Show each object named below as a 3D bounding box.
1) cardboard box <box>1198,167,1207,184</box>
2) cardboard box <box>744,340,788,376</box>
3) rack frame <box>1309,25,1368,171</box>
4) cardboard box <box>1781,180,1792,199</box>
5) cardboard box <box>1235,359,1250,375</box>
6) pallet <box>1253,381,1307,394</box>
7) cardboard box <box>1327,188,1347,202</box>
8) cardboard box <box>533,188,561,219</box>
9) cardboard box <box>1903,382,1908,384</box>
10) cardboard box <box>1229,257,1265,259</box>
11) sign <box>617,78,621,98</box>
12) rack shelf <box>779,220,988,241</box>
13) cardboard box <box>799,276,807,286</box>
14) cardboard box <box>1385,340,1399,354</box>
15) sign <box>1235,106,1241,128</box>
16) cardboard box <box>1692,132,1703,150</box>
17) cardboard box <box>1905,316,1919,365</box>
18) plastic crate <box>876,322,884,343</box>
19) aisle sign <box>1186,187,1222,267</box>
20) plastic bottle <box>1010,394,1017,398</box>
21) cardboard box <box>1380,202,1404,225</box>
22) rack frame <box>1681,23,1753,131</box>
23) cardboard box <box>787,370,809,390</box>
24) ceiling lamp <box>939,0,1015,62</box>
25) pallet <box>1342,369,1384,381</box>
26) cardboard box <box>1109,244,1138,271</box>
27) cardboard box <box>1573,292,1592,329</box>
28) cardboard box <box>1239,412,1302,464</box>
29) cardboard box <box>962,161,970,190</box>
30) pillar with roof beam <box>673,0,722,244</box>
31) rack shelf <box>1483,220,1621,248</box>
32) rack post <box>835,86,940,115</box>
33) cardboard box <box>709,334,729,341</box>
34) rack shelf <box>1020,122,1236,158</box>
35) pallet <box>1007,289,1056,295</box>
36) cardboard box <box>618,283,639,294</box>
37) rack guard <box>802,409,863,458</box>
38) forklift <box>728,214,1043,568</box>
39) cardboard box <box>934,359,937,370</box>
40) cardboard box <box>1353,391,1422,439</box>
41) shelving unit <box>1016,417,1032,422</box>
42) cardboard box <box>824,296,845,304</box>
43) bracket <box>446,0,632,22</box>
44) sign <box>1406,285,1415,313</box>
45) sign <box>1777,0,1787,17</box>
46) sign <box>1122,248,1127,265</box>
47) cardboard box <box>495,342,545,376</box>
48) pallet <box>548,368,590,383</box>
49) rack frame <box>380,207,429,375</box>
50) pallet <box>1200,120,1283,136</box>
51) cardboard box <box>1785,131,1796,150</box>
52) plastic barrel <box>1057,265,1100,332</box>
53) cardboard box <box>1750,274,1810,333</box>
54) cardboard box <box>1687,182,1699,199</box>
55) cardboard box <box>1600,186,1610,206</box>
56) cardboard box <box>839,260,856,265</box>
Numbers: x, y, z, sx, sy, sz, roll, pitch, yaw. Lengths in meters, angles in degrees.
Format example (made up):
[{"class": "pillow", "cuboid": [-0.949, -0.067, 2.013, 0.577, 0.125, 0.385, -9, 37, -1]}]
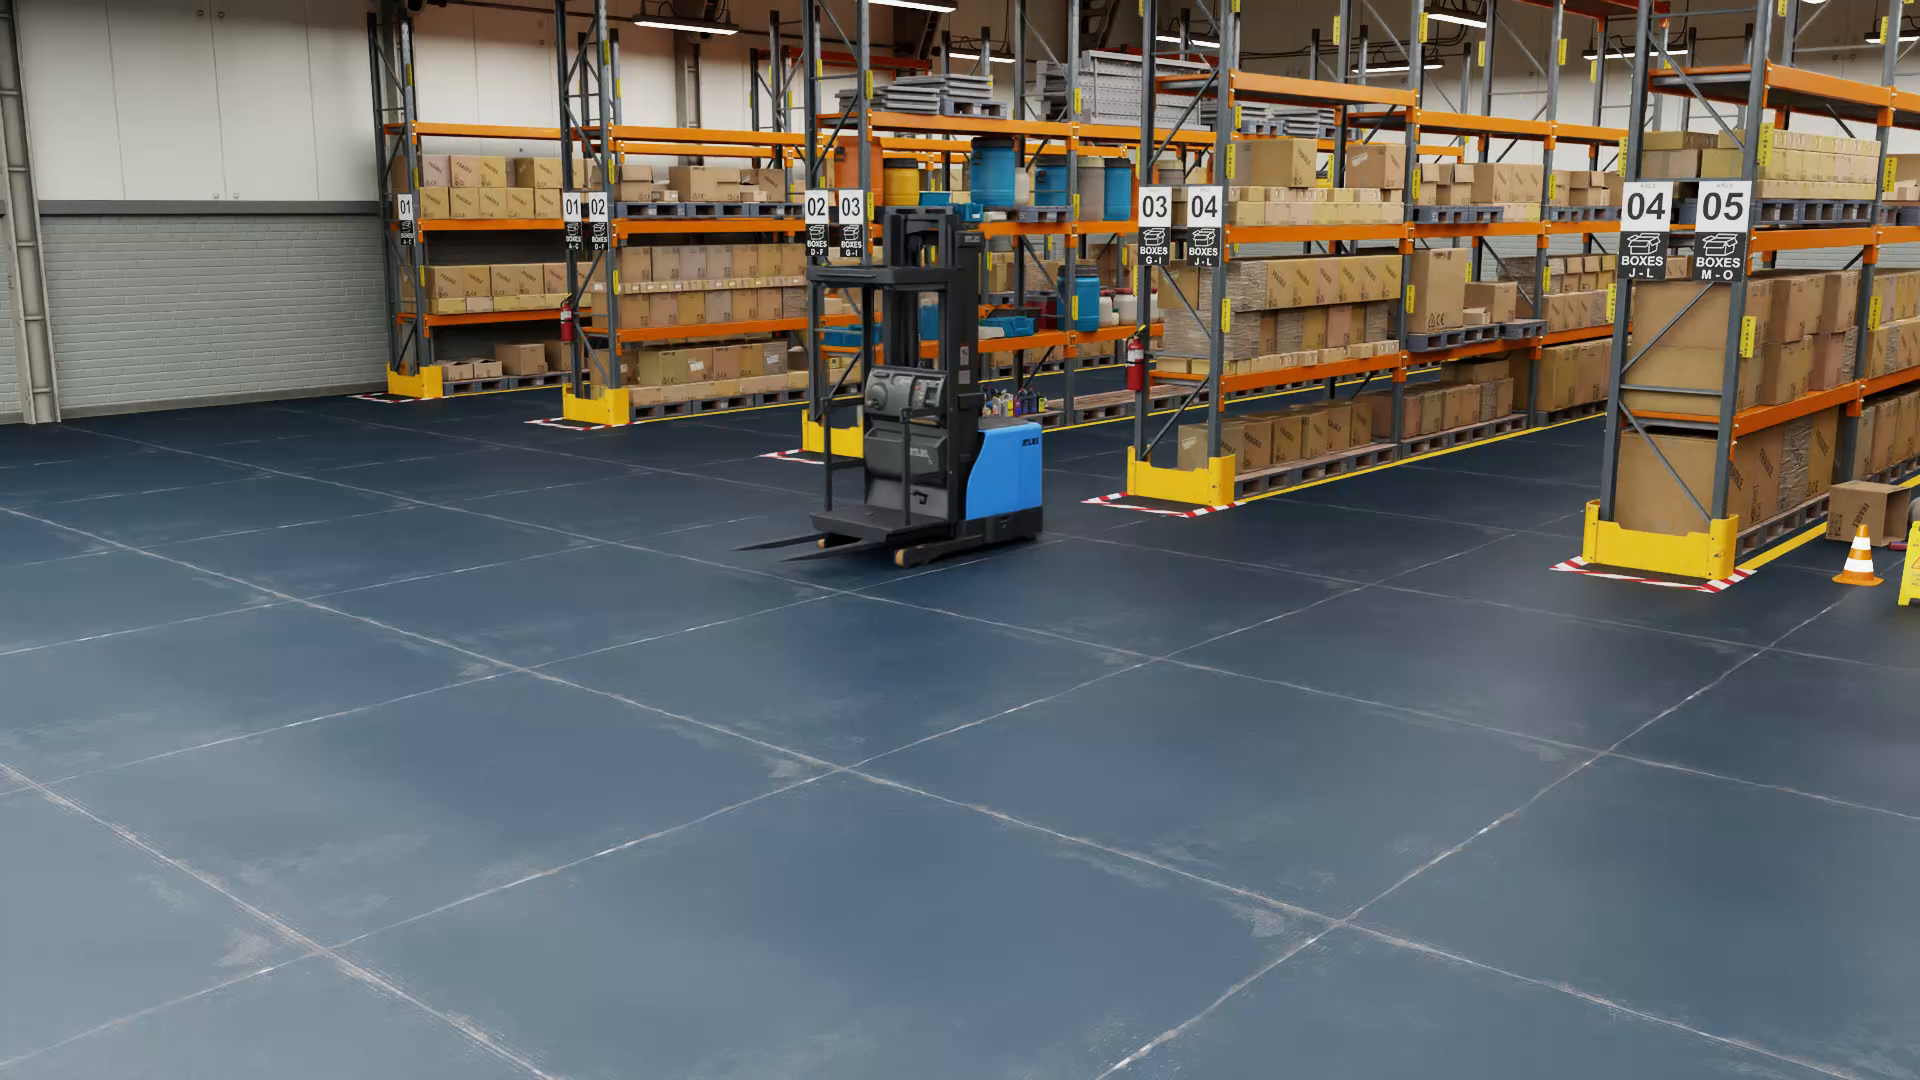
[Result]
[{"class": "cardboard box", "cuboid": [4.655, -7.404, 34.193, 0.700, 0.500, 0.500, 10, 15, 40]}, {"class": "cardboard box", "cuboid": [-3.026, -2.825, 25.769, 0.500, 0.500, 0.500, 10, 15, 40]}, {"class": "rack frame", "cuboid": [6.454, -7.246, 28.554, 1.000, 3.000, 0.127, 10, 15, 40]}, {"class": "cardboard box", "cuboid": [6.713, -2.928, 13.908, 0.380, 0.149, 0.250, 10, 15, 41]}, {"class": "cardboard box", "cuboid": [2.800, -1.821, 17.348, 0.380, 0.149, 0.250, 10, 15, 40]}, {"class": "pallet", "cuboid": [5.108, -2.648, 27.971, 1.003, 0.211, 1.213, 10, 15, 40]}, {"class": "cardboard box", "cuboid": [4.030, -3.800, 18.324, 0.380, 0.149, 0.250, 11, 16, 43]}, {"class": "cardboard box", "cuboid": [-7.097, -5.672, 28.027, 0.500, 0.500, 0.500, 9, 14, 38]}, {"class": "cardboard box", "cuboid": [11.447, -1.902, 20.508, 0.500, 0.250, 0.500, 9, 15, 39]}, {"class": "cardboard box", "cuboid": [3.088, -2.844, 18.263, 0.500, 0.500, 0.500, 10, 15, 40]}, {"class": "sign", "cuboid": [-5.874, -7.774, 28.610, 0.100, 0.325, 0.005, 10, 15, 40]}, {"class": "rack shelf", "cuboid": [-1.225, -5.181, 27.708, 1.077, 0.370, 4.000, 10, 15, 40]}, {"class": "cardboard box", "cuboid": [-2.564, -4.068, 26.046, 0.380, 0.149, 0.250, 10, 15, 40]}, {"class": "cardboard box", "cuboid": [4.972, -2.294, 19.718, 0.380, 0.149, 0.250, 10, 15, 40]}, {"class": "sign", "cuboid": [4.231, -6.429, 25.288, 0.100, 0.325, 0.005, 10, 15, 40]}, {"class": "cardboard box", "cuboid": [6.045, -3.366, 14.063, 0.380, 0.149, 0.250, 10, 15, 41]}, {"class": "cardboard box", "cuboid": [10.437, -2.220, 18.454, 0.500, 0.500, 0.500, 9, 15, 39]}, {"class": "plastic crate", "cuboid": [-0.929, -2.673, 21.354, 0.499, 0.251, 0.408, 10, 15, 40]}, {"class": "aisle sign", "cuboid": [2.437, -3.125, 16.602, 0.394, 0.787, 0.004, 10, 15, 40]}, {"class": "plastic bottle", "cuboid": [0.710, -1.862, 22.747, 0.152, 0.276, 0.135, 10, 15, 40]}, {"class": "cardboard box", "cuboid": [4.789, -3.783, 19.259, 0.500, 0.250, 0.500, 11, 15, 42]}, {"class": "rack frame", "cuboid": [12.815, -7.194, 28.294, 1.000, 3.000, 0.127, 10, 15, 40]}, {"class": "cardboard box", "cuboid": [-2.687, -2.529, 26.203, 0.500, 0.250, 0.500, 10, 15, 40]}, {"class": "ceiling lamp", "cuboid": [0.569, -10.904, 31.964, 0.800, 3.185, 2.000, 10, 15, 40]}, {"class": "pallet", "cuboid": [6.910, -3.050, 29.982, 1.003, 0.211, 1.213, 10, 15, 40]}, {"class": "cardboard box", "cuboid": [3.258, -5.517, 32.408, 0.500, 0.500, 0.500, 10, 15, 42]}, {"class": "cardboard box", "cuboid": [8.733, -3.313, 23.922, 0.500, 0.500, 0.500, 9, 15, 39]}, {"class": "cardboard box", "cuboid": [3.474, -1.150, 18.660, 0.500, 0.500, 0.500, -10, 15, -42]}, {"class": "cardboard box", "cuboid": [0.388, -6.430, 29.320, 0.500, 0.500, 0.500, 10, 15, 40]}, {"class": "pillar with roof beam", "cuboid": [-1.903, -7.302, 28.836, 9.100, 9.000, 0.548, 10, 15, 40]}, {"class": "rack shelf", "cuboid": [8.854, -4.488, 24.239, 1.077, 0.370, 4.000, 10, 15, 40]}, {"class": "rack post", "cuboid": [-0.873, -5.330, 20.238, 0.954, 0.300, 0.937, -10, 15, -41]}, {"class": "cardboard box", "cuboid": [-4.799, -3.736, 31.557, 0.700, 0.500, 0.500, 10, 15, 40]}, {"class": "rack shelf", "cuboid": [2.493, -5.814, 24.244, 1.077, 0.370, 4.000, 10, 15, 40]}, {"class": "pallet", "cuboid": [1.375, -4.549, 30.859, 1.003, 0.211, 1.213, 10, 15, 40]}, {"class": "cardboard box", "cuboid": [-4.765, -3.577, 23.588, 0.380, 0.149, 0.250, 10, 15, 40]}, {"class": "rack guard", "cuboid": [-1.453, -1.330, 20.633, 1.175, 0.500, 0.348, 10, 15, 40]}, {"class": "forklift", "cuboid": [-0.624, -1.311, 14.331, 1.130, 2.935, 3.031, 11, 16, 43]}, {"class": "cardboard box", "cuboid": [-0.741, -2.955, 28.337, 0.500, 0.250, 0.500, 10, 15, 42]}, {"class": "cardboard box", "cuboid": [5.315, -1.564, 20.683, 0.700, 0.500, 0.500, 8, 14, 36]}, {"class": "shelving unit", "cuboid": [0.520, -0.620, 15.674, 0.215, 1.050, 0.252, 11, 16, 43]}, {"class": "cardboard box", "cuboid": [-2.103, -3.855, 27.238, 0.396, 0.266, 0.258, 9, 15, 39]}, {"class": "bracket", "cuboid": [-6.856, -9.136, 28.824, 0.076, 0.066, 4.783, 10, 15, 40]}, {"class": "sign", "cuboid": [5.306, -2.842, 19.612, 0.100, 0.325, 0.005, 10, 15, 40]}, {"class": "sign", "cuboid": [8.137, -5.338, 16.413, 0.100, 0.325, 0.005, 10, 15, 40]}, {"class": "sign", "cuboid": [3.155, -5.442, 31.881, 0.100, 0.325, 0.005, 10, 15, 40]}, {"class": "cardboard box", "cuboid": [-7.487, -3.085, 28.296, 0.700, 0.500, 0.500, 9, 14, 37]}, {"class": "pallet", "cuboid": [-6.686, -2.937, 29.417, 1.003, 0.211, 1.213, 10, 15, 40]}, {"class": "rack frame", "cuboid": [-8.909, -3.820, 26.715, 1.000, 3.000, 0.127, 10, 15, 40]}, {"class": "pallet", "cuboid": [4.313, -6.471, 26.177, 1.213, 0.211, 1.003, 10, 15, 40]}, {"class": "cardboard box", "cuboid": [6.706, -3.318, 13.825, 0.380, 0.149, 0.250, 10, 15, 40]}, {"class": "plastic barrel", "cuboid": [1.656, -3.391, 23.288, 0.600, 0.901, 0.708, 10, 15, 40]}, {"class": "cardboard box", "cuboid": [7.204, -2.147, 15.203, 0.875, 0.550, 0.500, 10, 15, 40]}, {"class": "cardboard box", "cuboid": [6.044, -2.975, 14.140, 0.380, 0.149, 0.250, 10, 15, 41]}, {"class": "cardboard box", "cuboid": [9.383, -5.147, 24.859, 0.500, 0.311, 0.500, 9, 14, 38]}, {"class": "cardboard box", "cuboid": [-2.435, -5.388, 33.504, 0.500, 0.500, 0.500, 10, 15, 40]}]
